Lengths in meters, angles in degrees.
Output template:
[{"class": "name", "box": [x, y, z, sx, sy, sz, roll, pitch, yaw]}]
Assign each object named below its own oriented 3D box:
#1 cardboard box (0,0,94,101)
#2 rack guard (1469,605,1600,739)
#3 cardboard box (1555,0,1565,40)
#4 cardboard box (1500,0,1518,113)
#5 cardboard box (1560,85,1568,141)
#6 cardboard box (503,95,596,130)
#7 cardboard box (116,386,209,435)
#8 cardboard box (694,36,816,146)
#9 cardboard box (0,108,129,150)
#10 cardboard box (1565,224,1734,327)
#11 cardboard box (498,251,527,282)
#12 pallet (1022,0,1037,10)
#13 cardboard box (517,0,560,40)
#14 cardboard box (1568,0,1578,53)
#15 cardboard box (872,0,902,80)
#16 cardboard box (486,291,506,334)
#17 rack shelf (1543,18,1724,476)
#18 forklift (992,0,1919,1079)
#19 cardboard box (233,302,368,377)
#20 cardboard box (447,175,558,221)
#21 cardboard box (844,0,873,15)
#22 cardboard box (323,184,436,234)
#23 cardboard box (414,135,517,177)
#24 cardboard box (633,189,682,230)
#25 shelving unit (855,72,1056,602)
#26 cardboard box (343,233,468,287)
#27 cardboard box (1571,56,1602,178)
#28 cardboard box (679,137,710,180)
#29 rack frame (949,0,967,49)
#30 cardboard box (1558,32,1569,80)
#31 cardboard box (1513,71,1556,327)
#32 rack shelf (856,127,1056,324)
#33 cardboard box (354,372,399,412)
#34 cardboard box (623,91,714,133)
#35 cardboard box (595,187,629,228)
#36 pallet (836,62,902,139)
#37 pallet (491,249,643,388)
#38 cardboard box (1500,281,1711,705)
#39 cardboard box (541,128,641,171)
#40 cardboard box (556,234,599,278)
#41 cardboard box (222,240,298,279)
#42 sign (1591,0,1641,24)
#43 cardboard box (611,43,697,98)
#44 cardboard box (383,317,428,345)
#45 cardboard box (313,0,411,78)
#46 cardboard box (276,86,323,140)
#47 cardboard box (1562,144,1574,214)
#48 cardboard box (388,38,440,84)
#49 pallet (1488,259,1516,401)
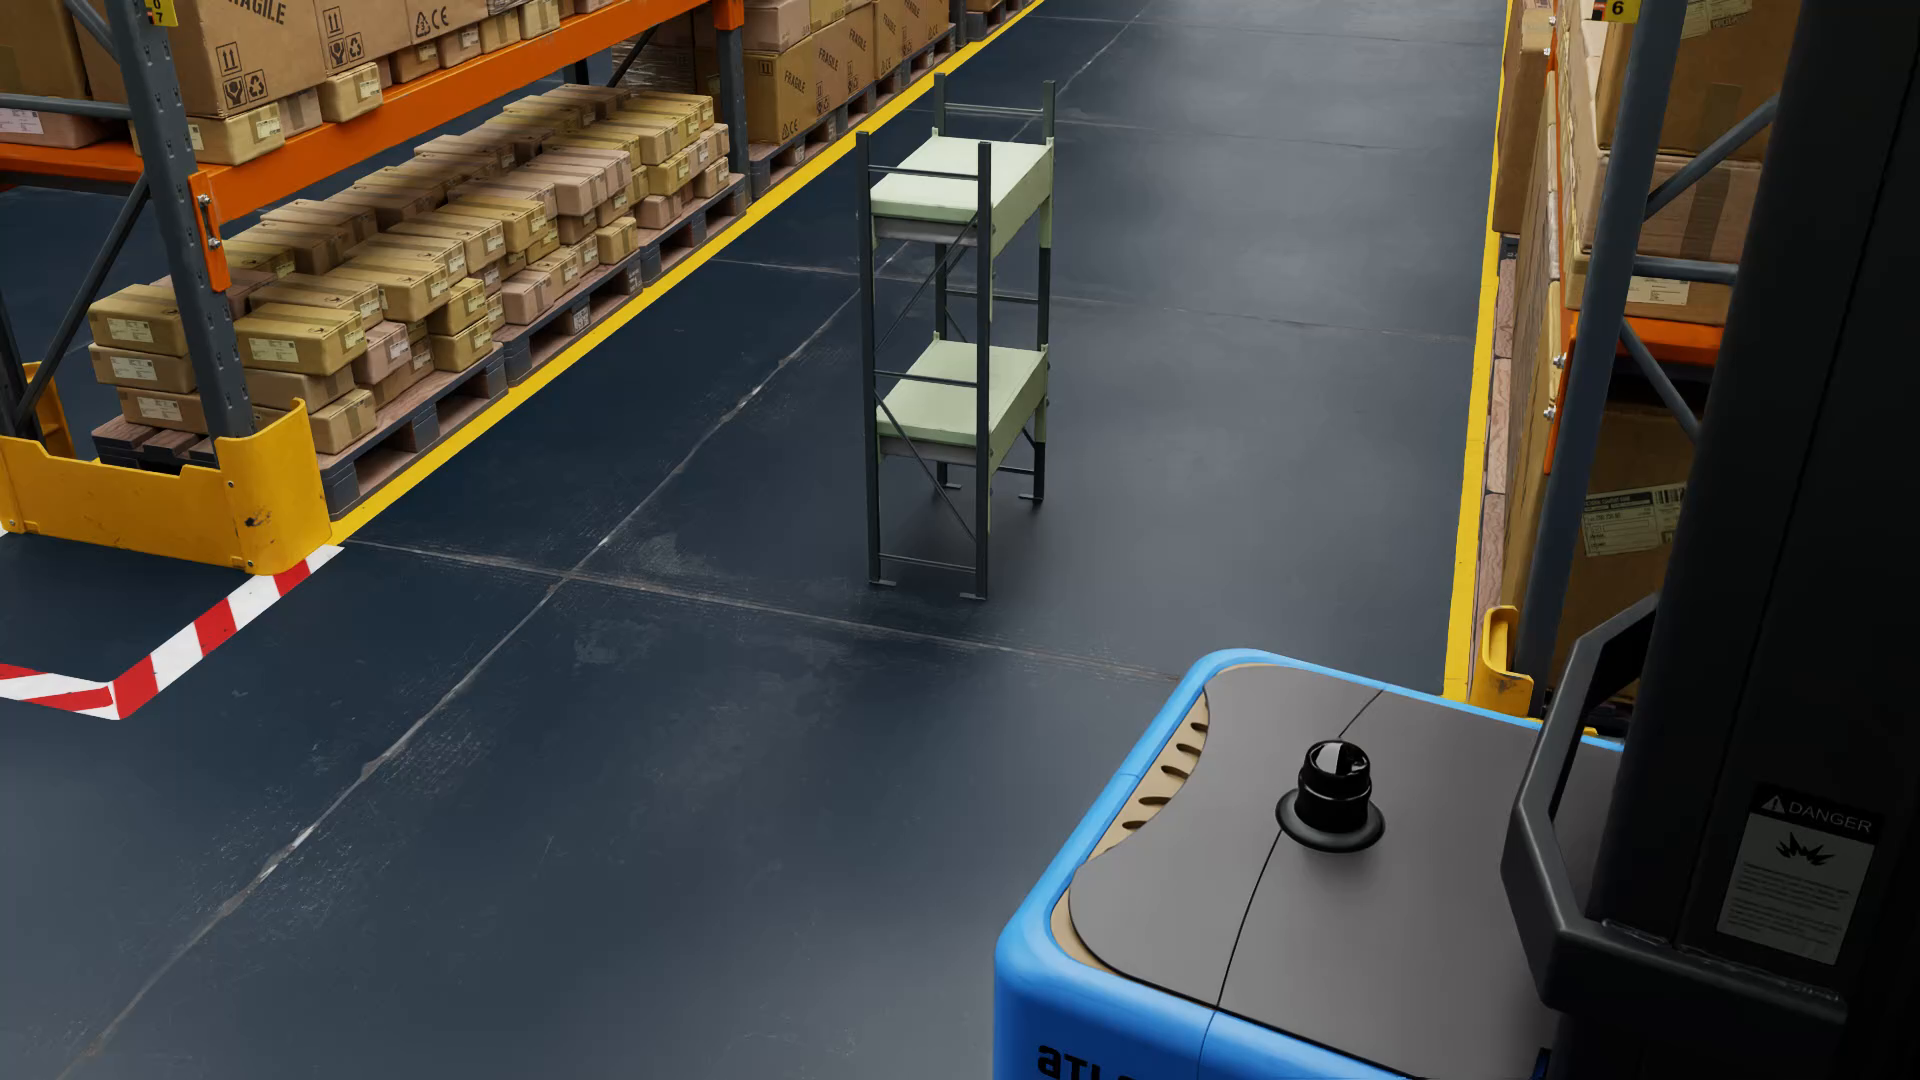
[{"class": "cardboard box", "box": [-2.910, -1.730, 5.366, 0.500, 0.500, 0.500, 9, 30, 16]}, {"class": "rack guard", "box": [1.909, 0.547, 4.252, 1.175, 0.500, 0.348, 8, 30, 15]}, {"class": "cardboard box", "box": [2.608, -2.093, 6.686, 0.380, 0.149, 0.250, 7, 30, 13]}, {"class": "cardboard box", "box": [3.773, -2.798, 9.448, 1.225, 0.875, 0.875, 9, 30, 15]}, {"class": "cardboard box", "box": [2.155, -1.369, 5.384, 0.380, 0.149, 0.250, 9, 30, 16]}, {"class": "cardboard box", "box": [-2.058, -2.117, 8.359, 0.380, 0.149, 0.250, 10, 31, 17]}, {"class": "cardboard box", "box": [-2.840, -0.523, 6.105, 0.380, 0.149, 0.250, 9, 30, 16]}, {"class": "cardboard box", "box": [-1.151, -2.567, 9.418, 0.500, 0.500, 0.500, 10, 31, 17]}, {"class": "cardboard box", "box": [-2.970, -1.393, 5.427, 0.380, 0.149, 0.250, 9, 30, 15]}, {"class": "cardboard box", "box": [1.706, -0.659, 4.107, 0.380, 0.149, 0.250, 9, 30, 16]}, {"class": "cardboard box", "box": [-2.069, -1.204, 7.023, 0.380, 0.149, 0.250, 10, 31, 17]}, {"class": "pallet", "box": [0.216, -4.731, 14.037, 1.003, 0.211, 1.213, 8, 30, 15]}, {"class": "cardboard box", "box": [-1.872, -2.157, 6.801, 0.380, 0.149, 0.250, 9, 30, 16]}, {"class": "cardboard box", "box": [2.405, -1.827, 5.796, 0.500, 0.250, 0.500, 9, 30, 16]}, {"class": "cardboard box", "box": [-0.686, -3.288, 10.714, 0.500, 0.500, 0.500, 7, 30, 13]}, {"class": "cardboard box", "box": [-2.107, -0.931, 6.839, 0.380, 0.149, 0.250, 9, 30, 15]}, {"class": "rack shelf", "box": [2.503, -1.171, 5.510, 1.077, 0.370, 4.000, 8, 30, 15]}, {"class": "forklift", "box": [1.585, 0.382, 2.048, 3.031, 2.935, 1.130, 14, 32, 24]}, {"class": "cardboard box", "box": [-2.317, -0.704, 5.818, 0.380, 0.149, 0.250, 7, 30, 13]}, {"class": "cardboard box", "box": [-1.967, -1.449, 7.157, 0.380, 0.149, 0.250, 9, 30, 15]}, {"class": "cardboard box", "box": [-0.844, -3.379, 10.106, 0.500, 0.250, 0.500, 10, 31, 17]}, {"class": "cardboard box", "box": [-2.454, -1.389, 7.049, 0.380, 0.149, 0.250, 7, 30, 13]}, {"class": "cardboard box", "box": [-2.293, -1.762, 7.720, 0.380, 0.149, 0.250, 9, 30, 16]}, {"class": "cardboard box", "box": [-1.583, -1.636, 8.106, 0.380, 0.149, 0.250, 7, 30, 13]}, {"class": "shelving unit", "box": [0.002, -0.659, 5.391, 0.431, 1.500, 0.755, 8, 30, 15]}, {"class": "cardboard box", "box": [-2.161, -1.075, 6.485, 0.380, 0.149, 0.250, 7, 30, 12]}, {"class": "cardboard box", "box": [1.954, -1.119, 4.525, 0.500, 0.250, 0.500, 8, 30, 14]}, {"class": "cardboard box", "box": [-1.478, -1.918, 8.307, 0.380, 0.149, 0.250, 7, 30, 12]}, {"class": "rack frame", "box": [-0.447, -5.029, 11.704, 1.000, 3.000, 0.127, 8, 30, 15]}, {"class": "cardboard box", "box": [2.381, -1.729, 6.032, 0.380, 0.149, 0.250, 8, 30, 14]}, {"class": "cardboard box", "box": [2.820, -1.375, 6.890, 0.875, 0.875, 0.875, 8, 30, 15]}, {"class": "rack shelf", "box": [0.002, -1.000, 5.201, 0.431, 0.370, 0.720, 8, 30, 15]}, {"class": "cardboard box", "box": [-2.337, -0.580, 6.207, 0.380, 0.149, 0.250, 8, 30, 15]}, {"class": "cardboard box", "box": [-1.477, -2.165, 8.445, 0.380, 0.149, 0.250, 9, 30, 16]}, {"class": "cardboard box", "box": [-1.763, -1.567, 7.677, 0.380, 0.149, 0.250, 9, 30, 16]}, {"class": "pallet", "box": [-1.038, -2.882, 10.714, 1.003, 0.211, 1.213, 8, 30, 15]}, {"class": "pallet", "box": [-2.141, -1.065, 7.448, 1.003, 0.211, 1.213, 8, 30, 15]}, {"class": "cardboard box", "box": [2.028, -0.120, 4.634, 0.875, 0.875, 0.875, 8, 30, 15]}, {"class": "cardboard box", "box": [-1.731, -1.815, 7.815, 0.380, 0.149, 0.250, 9, 30, 17]}, {"class": "cardboard box", "box": [-1.855, -1.284, 7.473, 0.380, 0.149, 0.250, 9, 30, 16]}, {"class": "cardboard box", "box": [-2.799, -1.038, 6.419, 0.380, 0.149, 0.250, 8, 30, 14]}, {"class": "sign", "box": [1.402, -1.250, 3.476, 0.100, 0.325, 0.005, 8, 30, 15]}, {"class": "cardboard box", "box": [-1.645, -2.641, 9.551, 0.500, 0.500, 0.500, 8, 30, 14]}, {"class": "cardboard box", "box": [-2.275, -0.831, 6.353, 0.380, 0.149, 0.250, 9, 30, 16]}, {"class": "cardboard box", "box": [-2.267, -1.906, 5.682, 0.500, 0.500, 0.500, 9, 30, 15]}, {"class": "cardboard box", "box": [-2.352, -1.429, 5.492, 0.380, 0.149, 0.250, 10, 30, 17]}, {"class": "cardboard box", "box": [1.930, -1.013, 4.744, 0.380, 0.149, 0.250, 9, 30, 16]}, {"class": "cardboard box", "box": [-2.174, -1.809, 6.175, 0.380, 0.149, 0.250, 8, 30, 14]}, {"class": "pallet", "box": [2.792, -0.854, 7.069, 1.003, 0.211, 1.213, 8, 30, 15]}]
